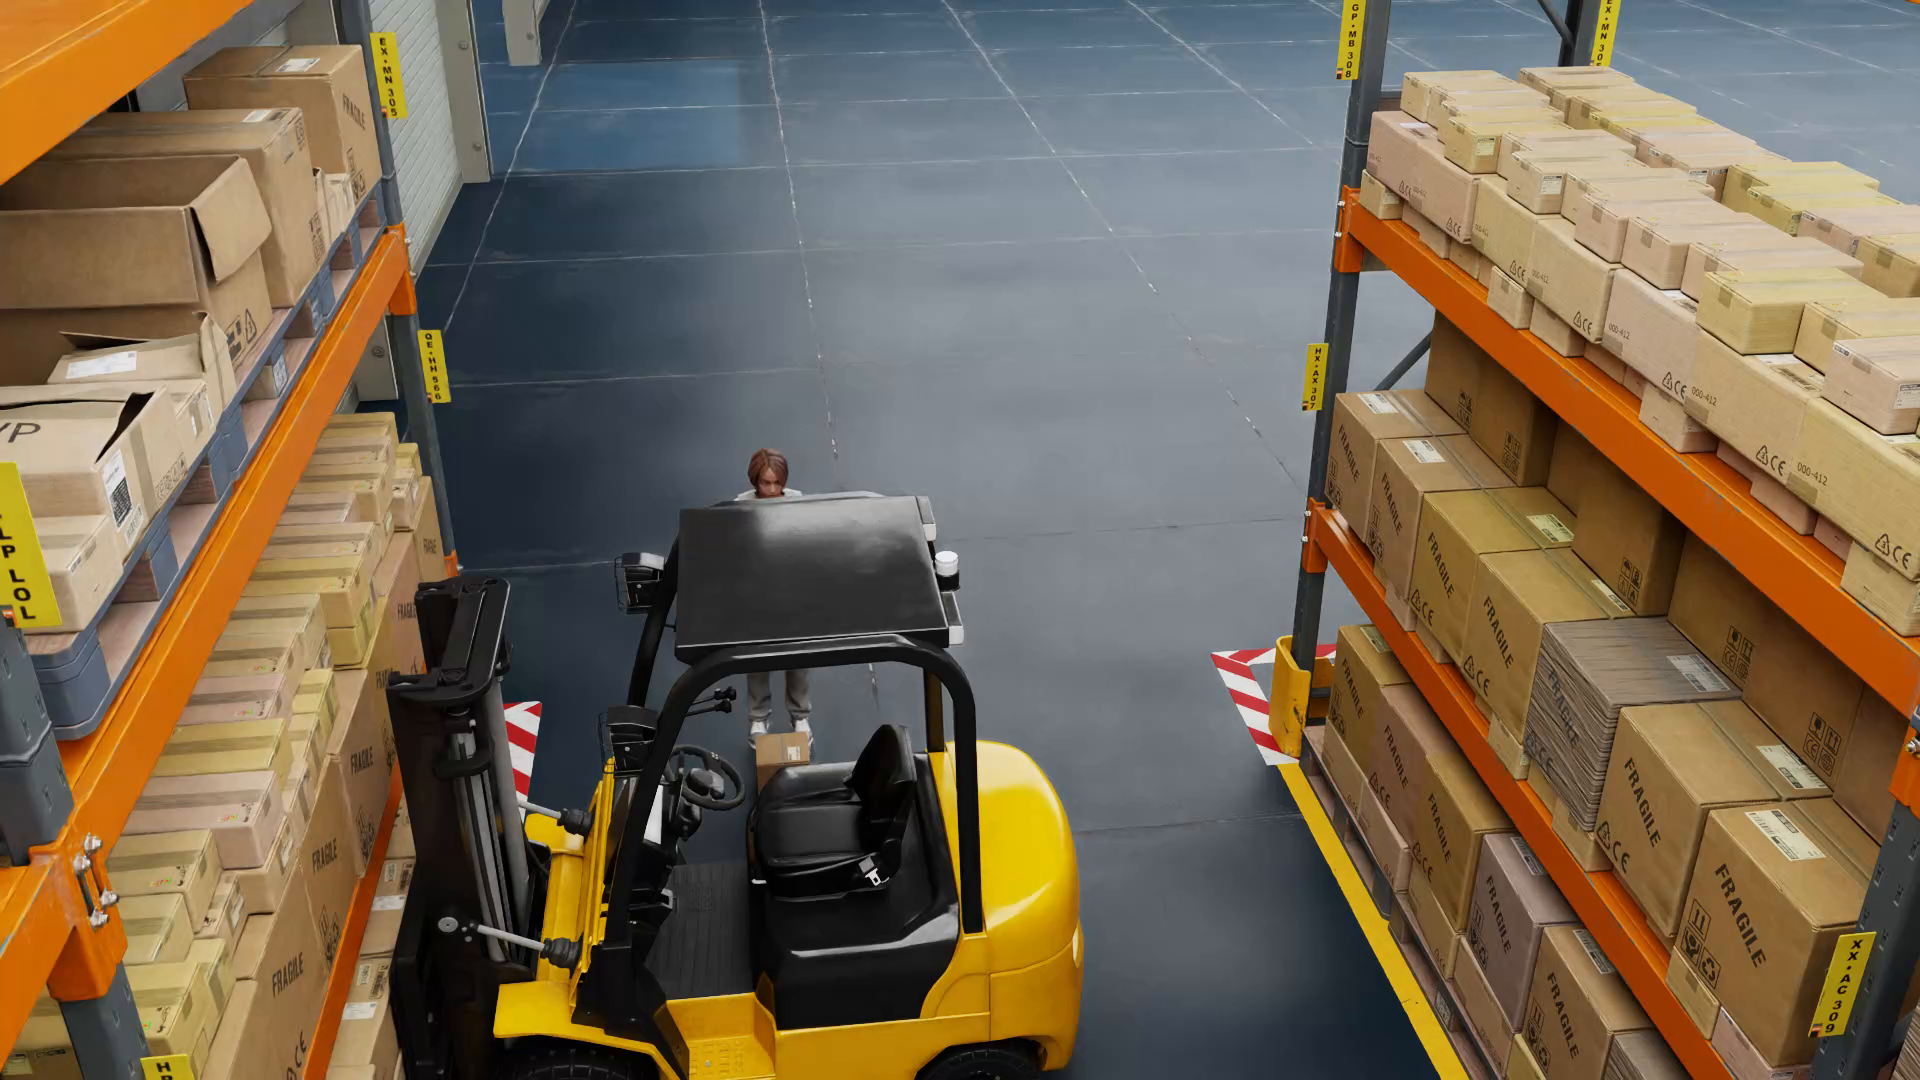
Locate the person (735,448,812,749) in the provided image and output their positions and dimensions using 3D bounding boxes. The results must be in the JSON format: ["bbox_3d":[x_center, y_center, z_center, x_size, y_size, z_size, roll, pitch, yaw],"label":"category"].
[{"bbox_3d":[-0.890,0.289,8.082,0.407,1.593,0.308,-3,28,-6],"label":"person"}]
